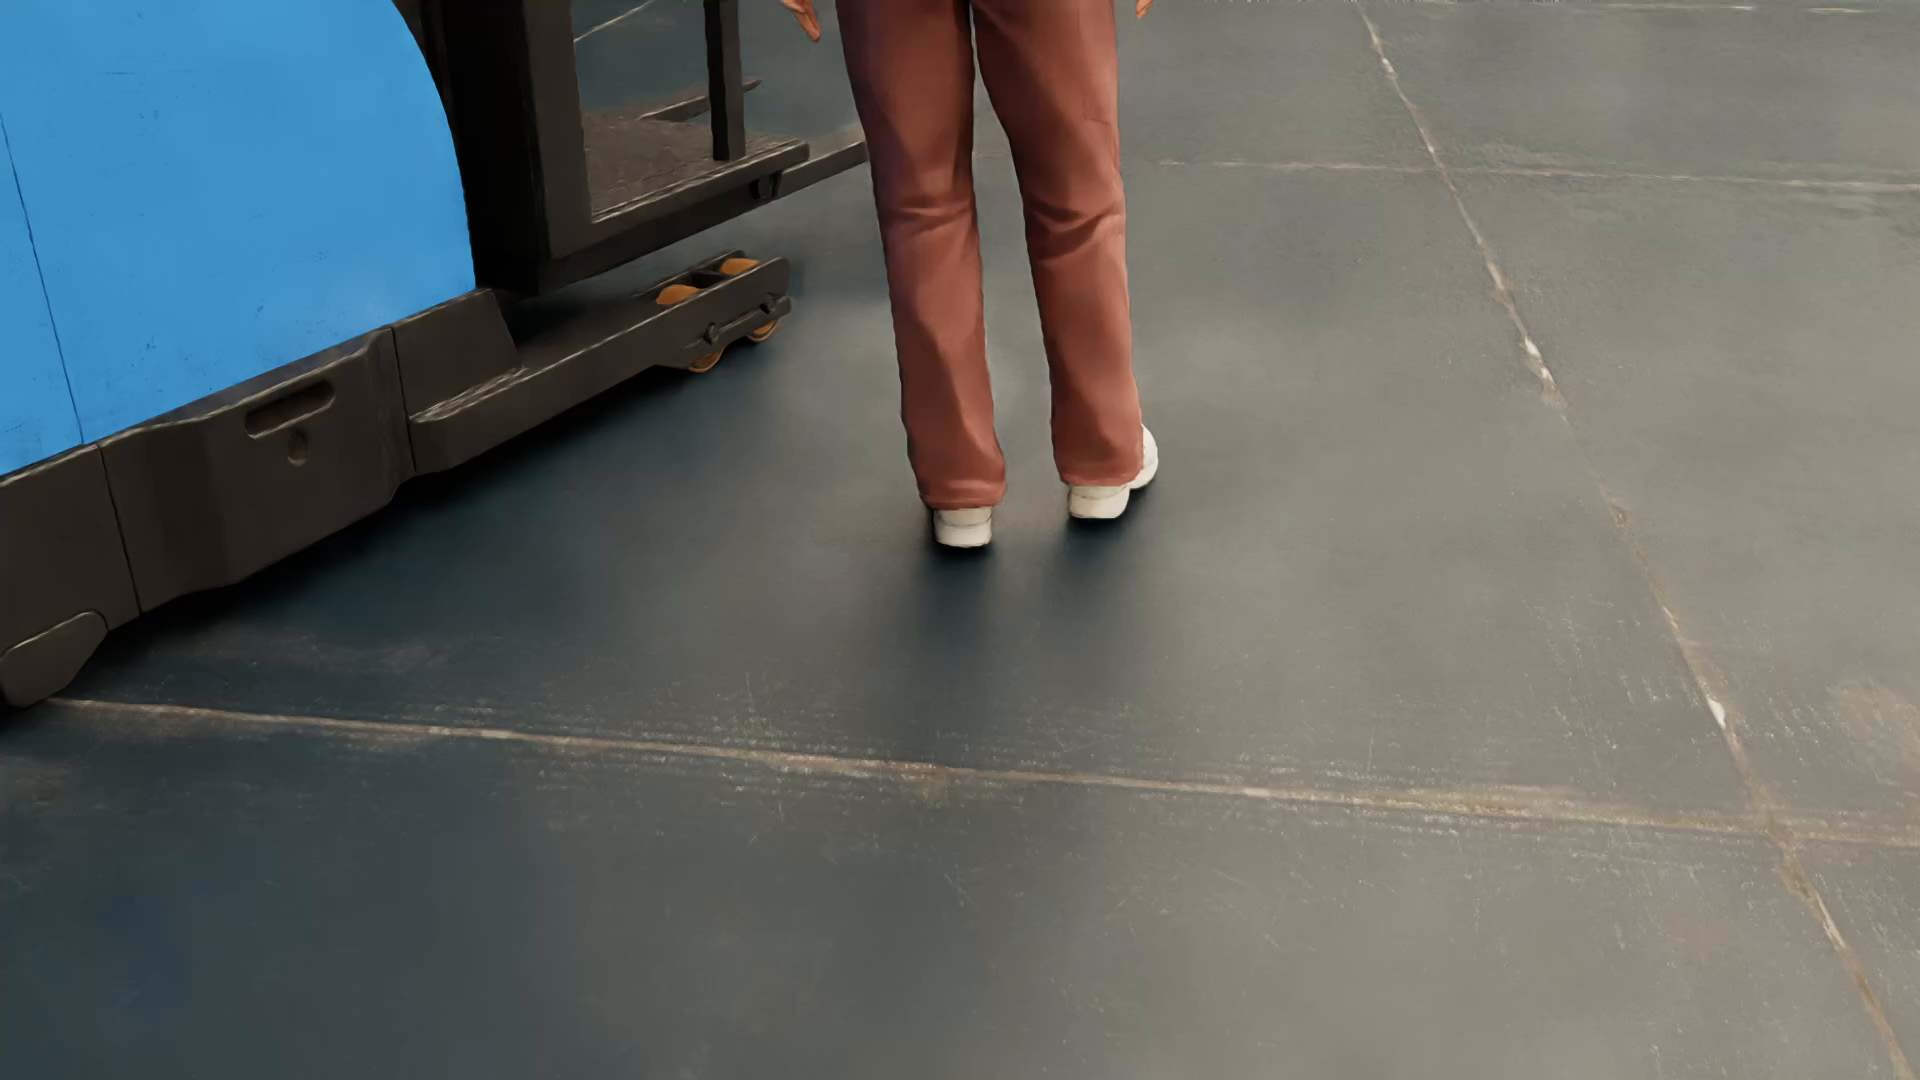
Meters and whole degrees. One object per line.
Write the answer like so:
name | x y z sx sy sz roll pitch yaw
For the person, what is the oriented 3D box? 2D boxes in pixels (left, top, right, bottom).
person | 0.022 -0.791 2.186 0.552 1.674 0.546 3 27 7

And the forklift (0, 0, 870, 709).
forklift | -0.993 -1.707 2.639 1.130 2.935 3.031 13 29 24
